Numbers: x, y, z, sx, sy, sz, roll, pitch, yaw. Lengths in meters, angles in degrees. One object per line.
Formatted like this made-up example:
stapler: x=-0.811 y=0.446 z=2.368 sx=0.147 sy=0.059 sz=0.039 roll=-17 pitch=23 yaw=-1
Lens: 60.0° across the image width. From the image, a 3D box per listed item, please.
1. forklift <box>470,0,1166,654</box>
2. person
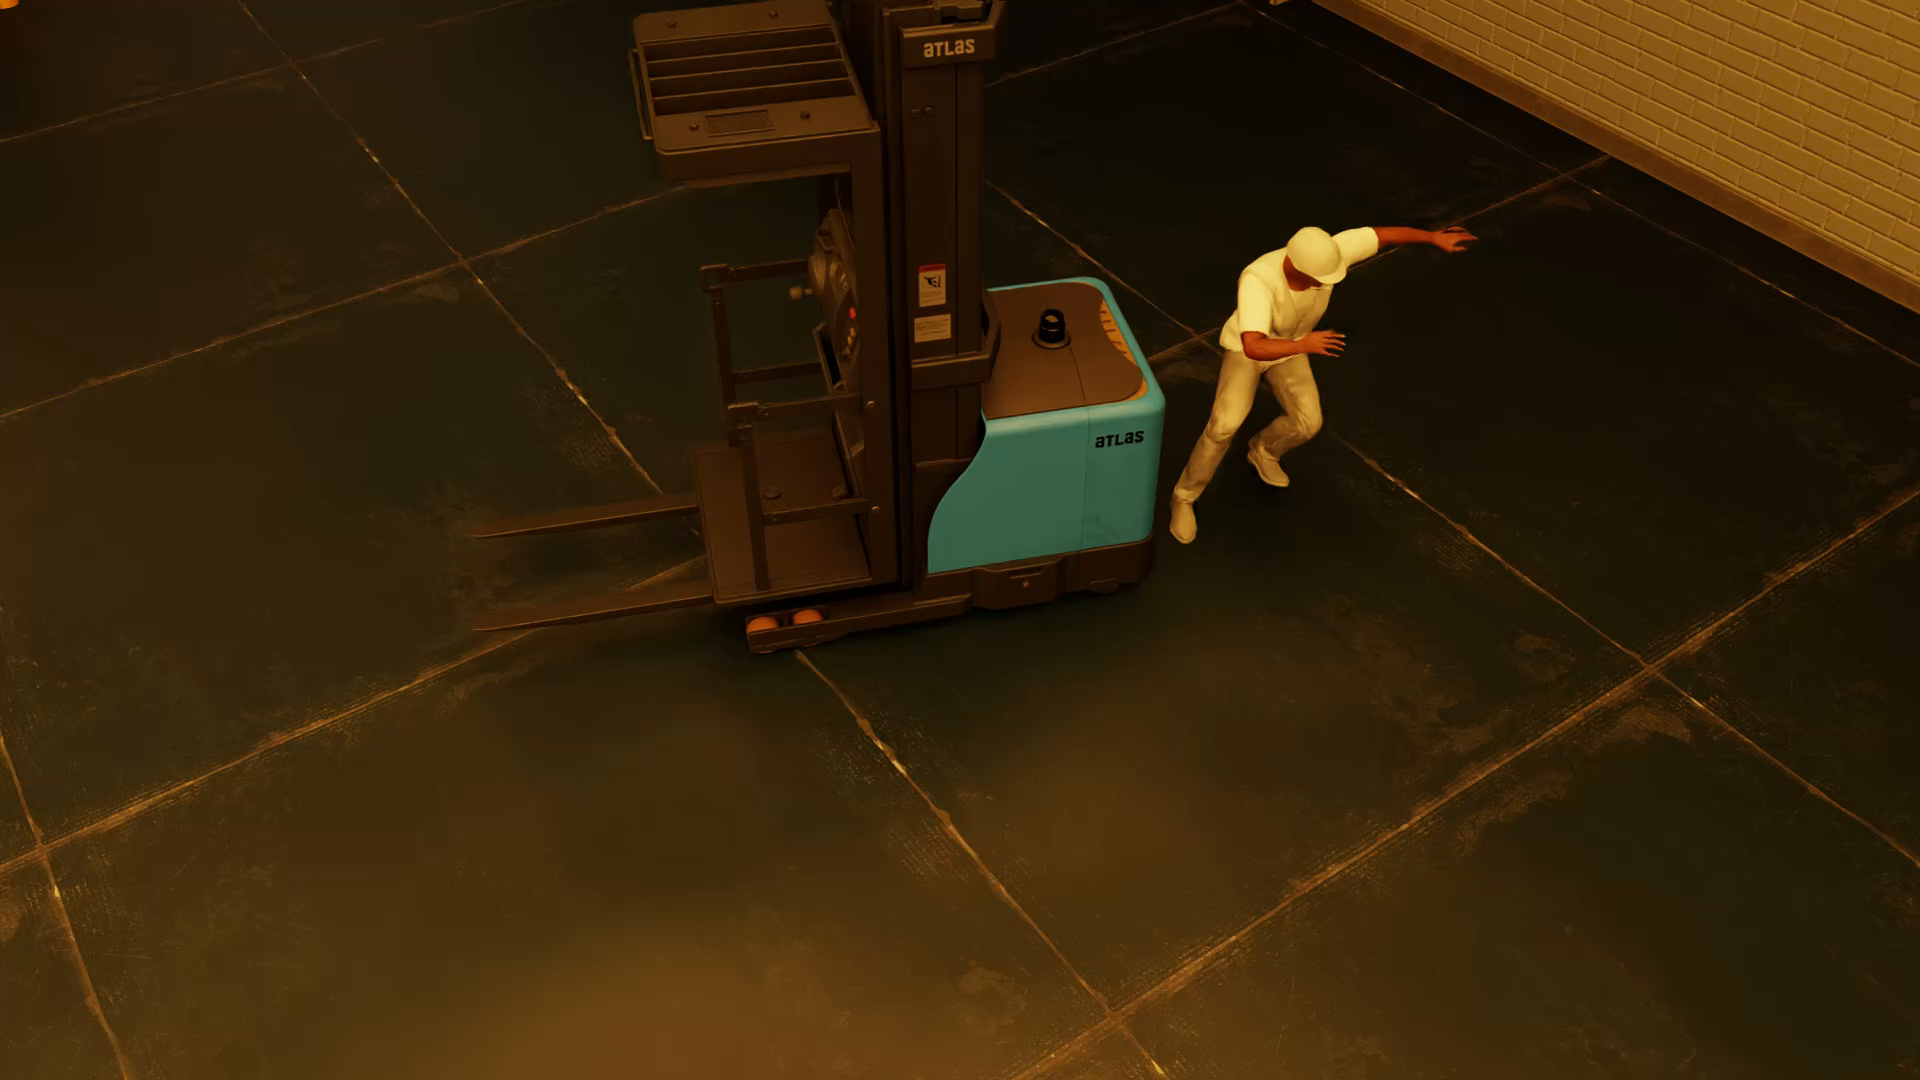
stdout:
forklift: x=-0.693 y=-0.973 z=6.771 sx=3.031 sy=2.935 sz=1.130 roll=-9 pitch=43 yaw=-9
person: x=1.652 y=-0.853 z=7.733 sx=1.536 sy=1.456 sz=0.792 roll=-16 pitch=45 yaw=-16
